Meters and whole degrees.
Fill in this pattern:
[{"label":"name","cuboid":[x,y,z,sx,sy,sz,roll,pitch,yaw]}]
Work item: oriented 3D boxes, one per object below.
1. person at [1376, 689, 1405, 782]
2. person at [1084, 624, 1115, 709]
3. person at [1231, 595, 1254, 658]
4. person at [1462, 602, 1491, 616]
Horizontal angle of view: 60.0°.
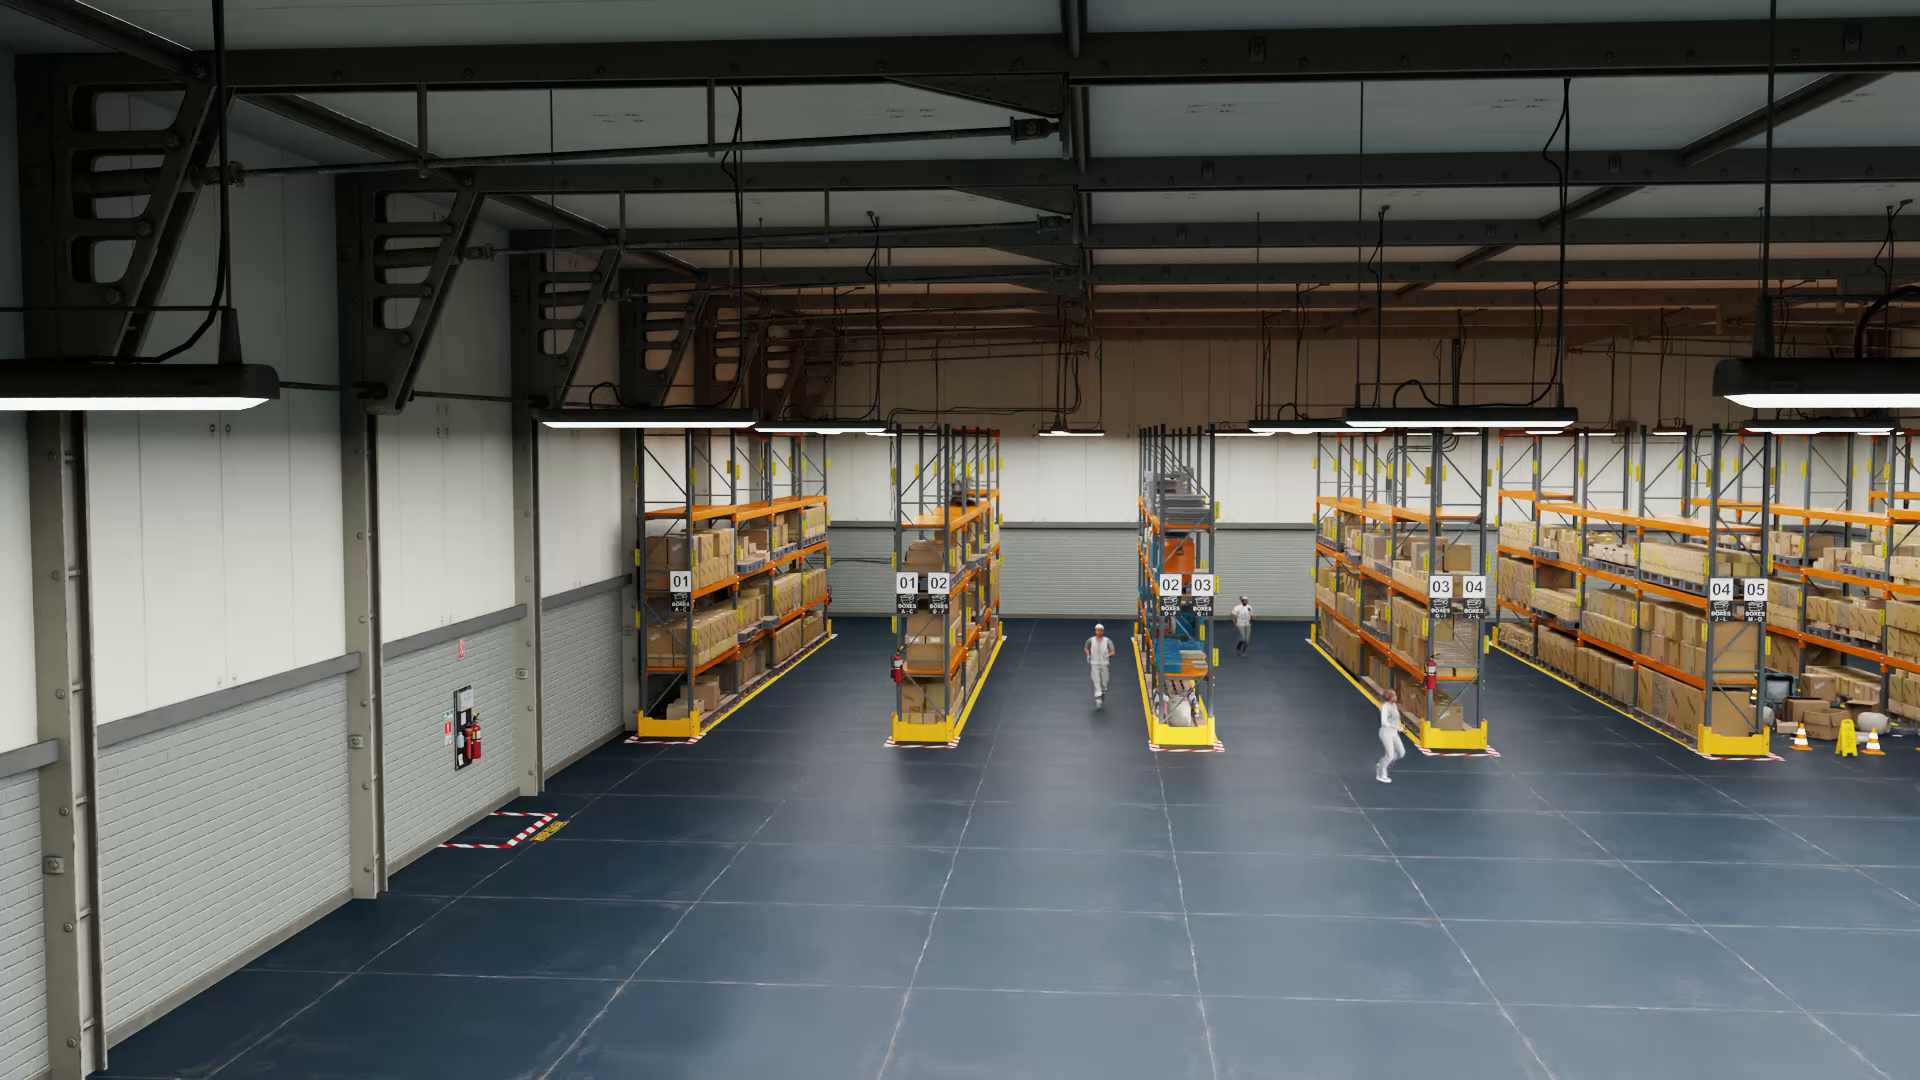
[{"label":"person","cuboid":[7.189,3.251,27.665,0.545,1.559,0.566,3,4,39]},{"label":"person","cuboid":[2.972,2.673,35.399,0.655,1.766,0.906,0,3,5]},{"label":"person","cuboid":[7.397,2.250,43.294,0.562,1.661,0.600,-1,4,-12]},{"label":"person","cuboid":[13.505,2.232,43.554,0.648,1.706,0.932,0,3,-3]}]
